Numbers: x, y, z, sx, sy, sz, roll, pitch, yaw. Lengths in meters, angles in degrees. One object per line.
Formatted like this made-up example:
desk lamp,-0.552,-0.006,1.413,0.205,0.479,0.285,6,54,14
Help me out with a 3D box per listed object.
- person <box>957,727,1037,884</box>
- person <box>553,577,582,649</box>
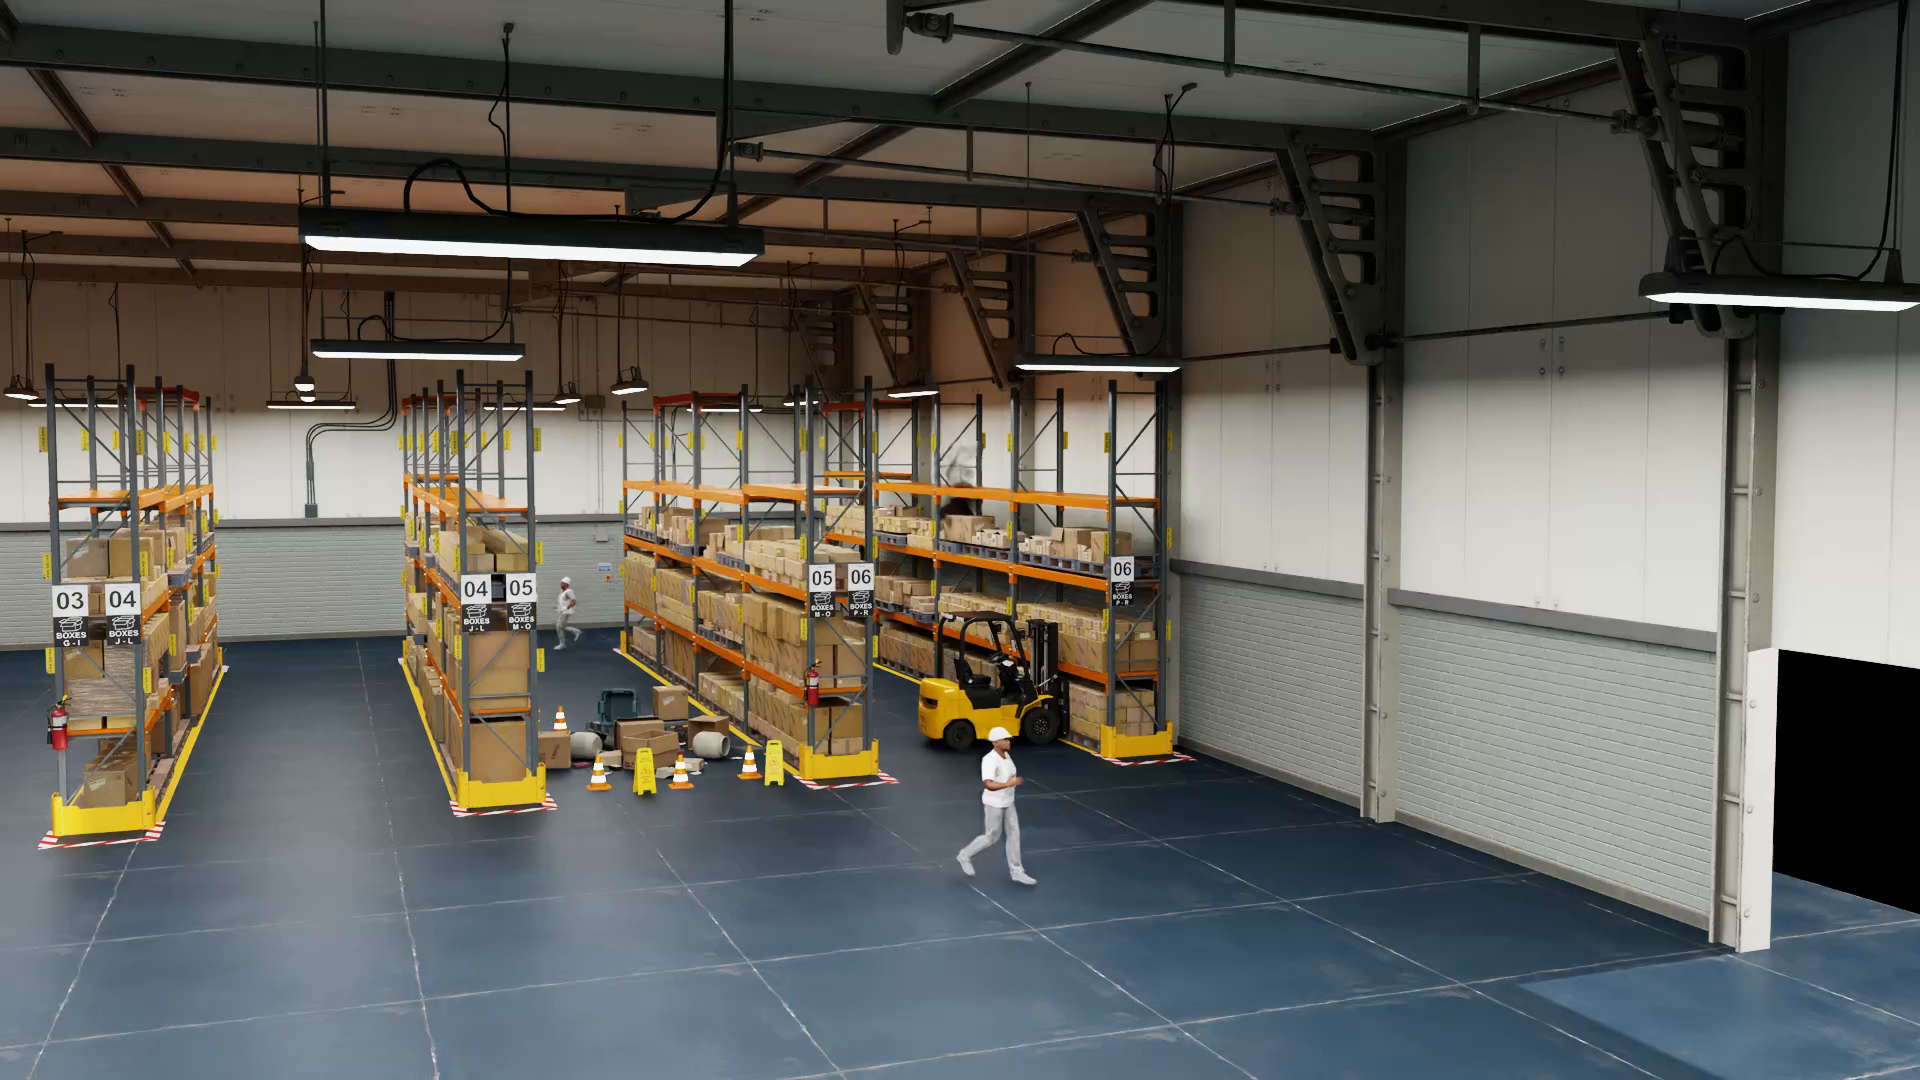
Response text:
person,0.417,2.990,18.837,0.949,1.756,0.722,2,4,26
person,-9.533,1.781,40.425,0.701,1.753,0.684,-2,4,-25
